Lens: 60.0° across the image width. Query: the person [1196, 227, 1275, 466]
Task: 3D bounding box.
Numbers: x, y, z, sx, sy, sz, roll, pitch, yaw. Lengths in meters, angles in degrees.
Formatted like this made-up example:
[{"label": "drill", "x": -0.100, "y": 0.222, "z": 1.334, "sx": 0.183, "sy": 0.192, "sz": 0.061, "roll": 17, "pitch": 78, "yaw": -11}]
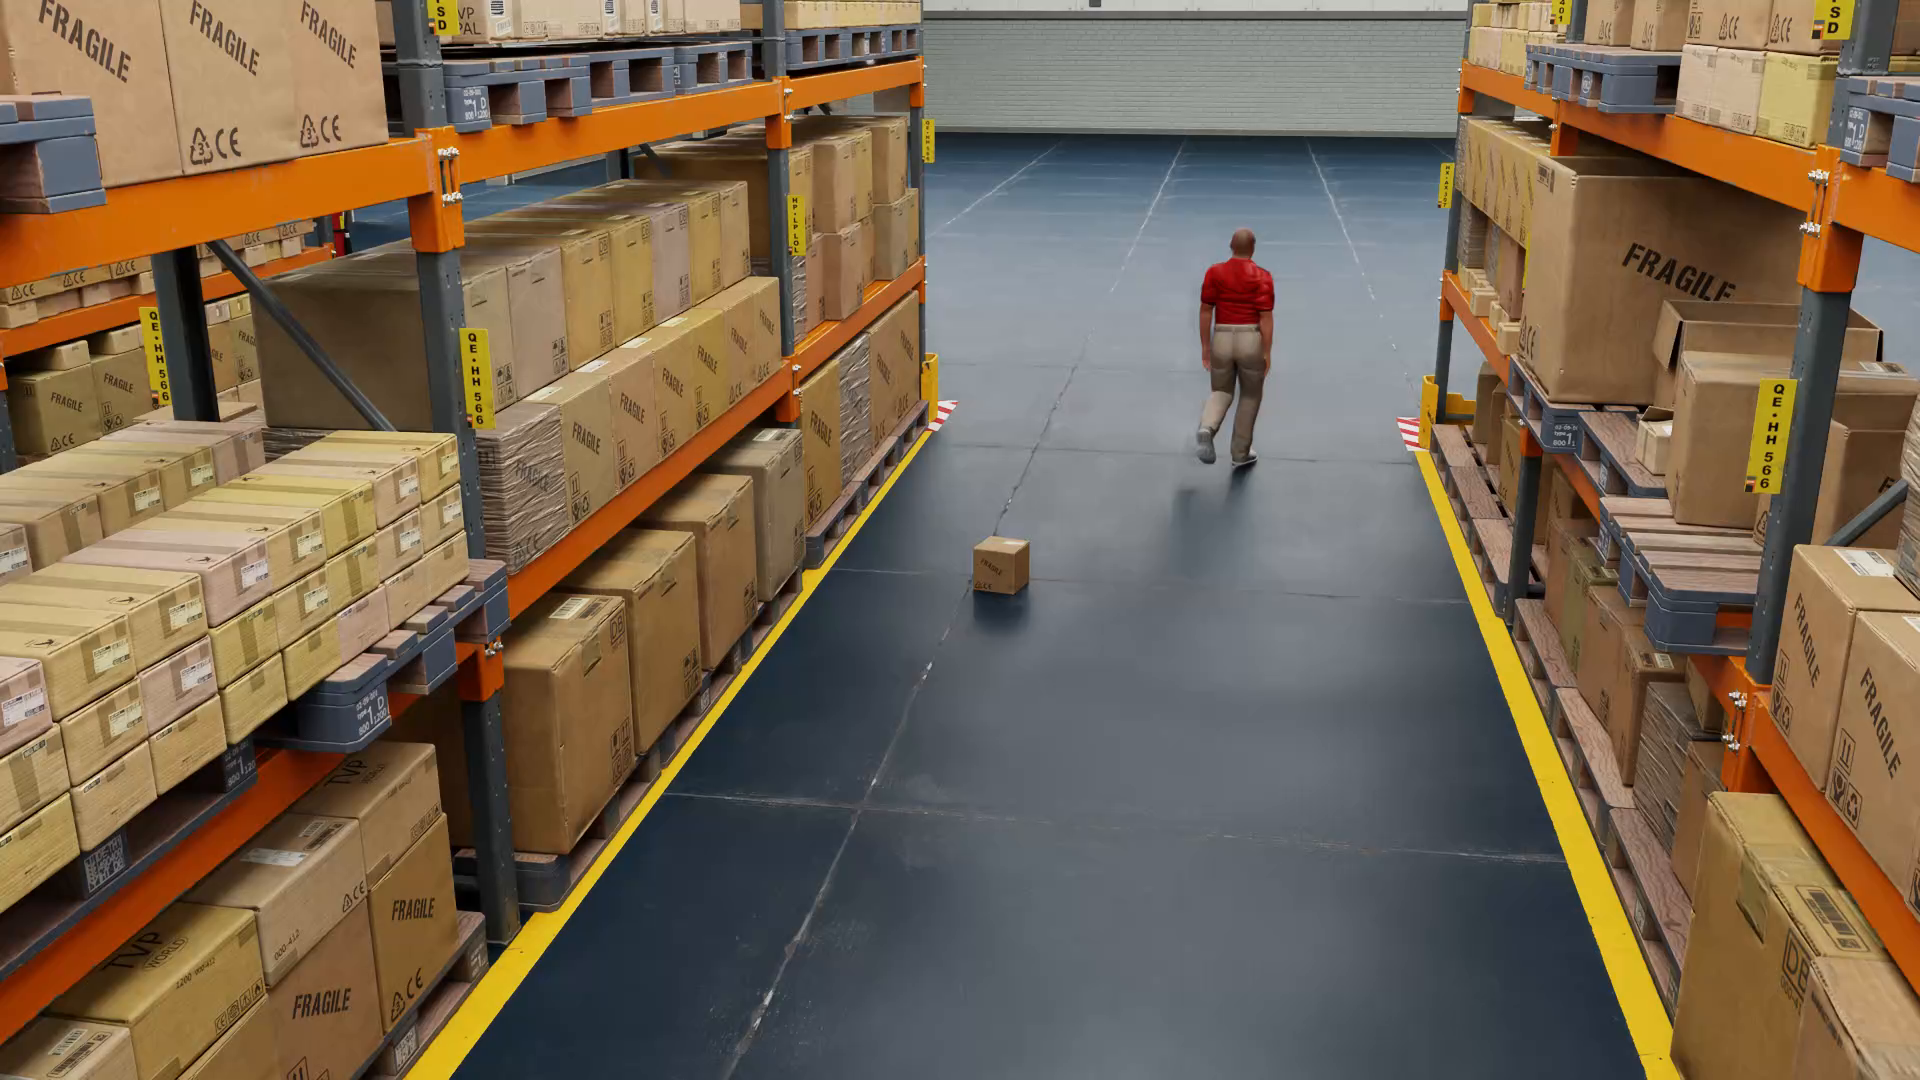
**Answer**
[{"label": "person", "x": 1.939, "y": -1.345, "z": 11.735, "sx": 0.535, "sy": 1.705, "sz": 0.633, "roll": 10, "pitch": 20, "yaw": 28}]
